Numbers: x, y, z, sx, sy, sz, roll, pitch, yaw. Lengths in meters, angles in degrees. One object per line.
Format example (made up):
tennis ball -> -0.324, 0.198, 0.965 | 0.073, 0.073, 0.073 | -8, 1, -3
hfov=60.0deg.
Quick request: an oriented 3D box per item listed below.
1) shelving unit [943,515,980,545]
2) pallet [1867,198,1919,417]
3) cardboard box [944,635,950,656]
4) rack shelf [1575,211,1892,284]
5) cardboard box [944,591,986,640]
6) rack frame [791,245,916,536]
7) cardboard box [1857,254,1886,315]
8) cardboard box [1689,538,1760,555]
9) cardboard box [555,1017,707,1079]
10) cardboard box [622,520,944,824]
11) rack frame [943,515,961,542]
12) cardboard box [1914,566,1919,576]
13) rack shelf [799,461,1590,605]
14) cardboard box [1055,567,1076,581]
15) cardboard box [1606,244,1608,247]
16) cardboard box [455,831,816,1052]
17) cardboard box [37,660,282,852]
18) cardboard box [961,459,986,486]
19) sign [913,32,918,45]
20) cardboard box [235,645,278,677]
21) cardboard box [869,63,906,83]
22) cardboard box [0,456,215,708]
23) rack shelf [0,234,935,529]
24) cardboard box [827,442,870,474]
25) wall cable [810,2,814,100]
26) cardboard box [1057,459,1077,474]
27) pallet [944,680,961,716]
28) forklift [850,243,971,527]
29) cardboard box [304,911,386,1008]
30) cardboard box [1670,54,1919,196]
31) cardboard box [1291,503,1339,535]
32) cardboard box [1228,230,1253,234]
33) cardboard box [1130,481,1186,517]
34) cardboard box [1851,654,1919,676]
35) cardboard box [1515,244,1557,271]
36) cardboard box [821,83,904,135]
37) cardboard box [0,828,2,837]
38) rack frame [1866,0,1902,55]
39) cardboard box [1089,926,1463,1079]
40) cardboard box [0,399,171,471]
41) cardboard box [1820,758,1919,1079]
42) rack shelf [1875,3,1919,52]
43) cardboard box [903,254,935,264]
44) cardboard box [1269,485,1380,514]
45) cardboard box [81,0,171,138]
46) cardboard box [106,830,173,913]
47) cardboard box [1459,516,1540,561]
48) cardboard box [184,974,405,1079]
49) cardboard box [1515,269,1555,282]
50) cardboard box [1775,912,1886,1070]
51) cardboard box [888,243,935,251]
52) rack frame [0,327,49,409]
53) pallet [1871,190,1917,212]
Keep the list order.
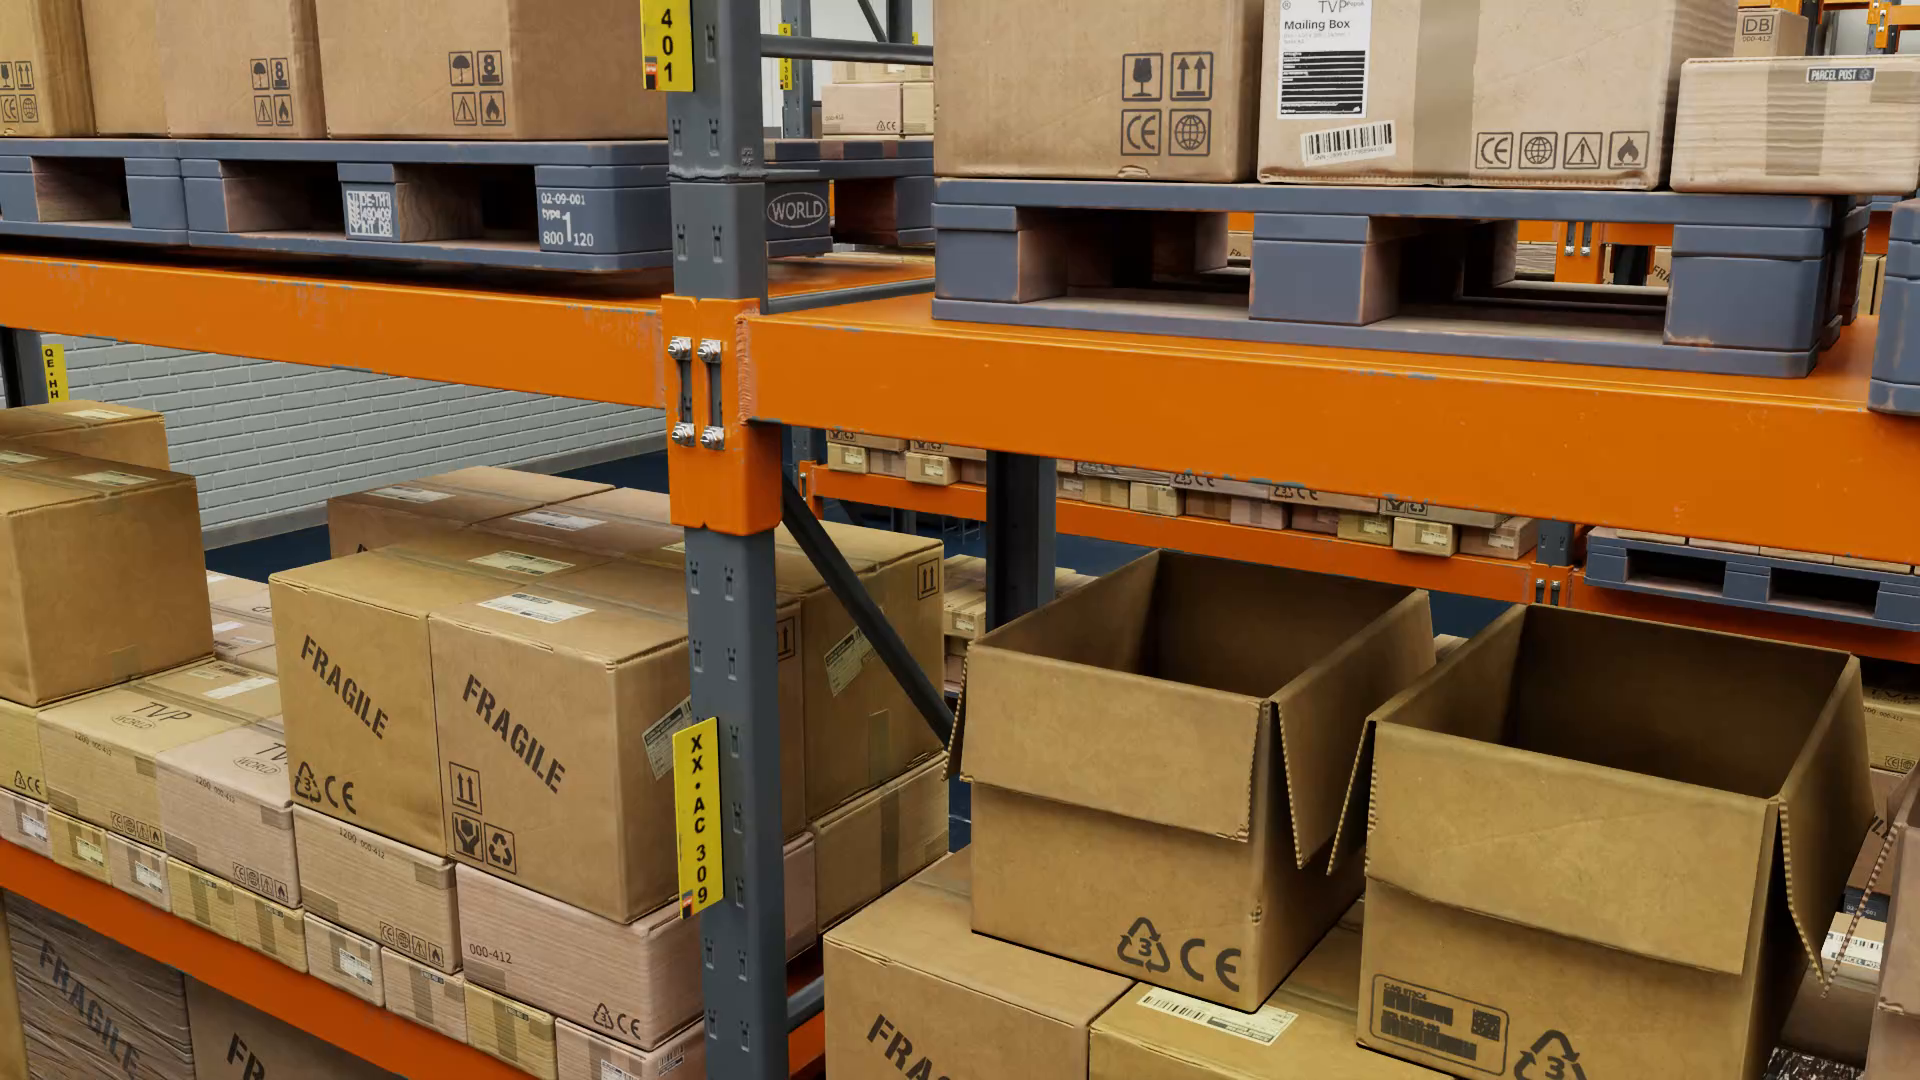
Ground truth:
shelving unit -> 0.012, -0.580, 12.671 | 0.189, 1.200, 0.258 | 9, 17, 33
pallet -> 1.701, -0.244, 1.718 | 1.213, 0.211, 1.003 | 10, 17, 35
cardboard box -> -0.104, 0.502, 8.993 | 0.250, 0.149, 0.380 | 9, 17, 33
rack shelf -> 4.387, -1.005, 5.896 | 4.000, 0.370, 1.077 | 9, 17, 33
cardboard box -> 0.087, 0.398, 8.792 | 0.250, 0.149, 0.380 | 9, 17, 33
rack frame -> -0.591, -0.703, 9.421 | 0.127, 3.000, 1.000 | 9, 17, 33
cardboard box -> 5.611, -1.585, 10.694 | 0.500, 0.500, 0.500 | 9, 17, 33
cardboard box -> 3.031, -0.068, 6.504 | 0.250, 0.149, 0.380 | 9, 17, 34
cardboard box -> -0.560, 0.955, 3.245 | 0.250, 0.149, 0.380 | 9, 17, 33
cardboard box -> -0.379, 0.258, 3.671 | 0.500, 0.500, 0.500 | 9, 17, 33
rack frame -> -0.064, -0.593, 12.721 | 0.006, 1.200, 0.240 | 9, 17, 33
cardboard box -> 3.656, 0.034, 6.091 | 0.250, 0.149, 0.380 | 8, 16, 30
rack shelf -> 1.068, -0.086, 8.424 | 4.000, 0.370, 1.077 | 9, 17, 33
cardboard box -> 0.452, 0.263, 9.339 | 0.250, 0.149, 0.380 | 9, 16, 32
cardboard box -> 4.394, -2.117, 11.492 | 0.250, 0.149, 0.380 | 9, 17, 32
cardboard box -> -0.637, 0.730, 3.324 | 0.500, 0.250, 0.500 | 9, 16, 32
cardboard box -> -1.910, 0.524, 4.156 | 0.500, 0.250, 0.500 | 9, 16, 32
cardboard box -> 0.214, -0.392, 8.688 | 0.250, 0.149, 0.380 | 10, 17, 35
sign -> -0.265, -2.697, 9.390 | 0.005, 0.325, 0.100 | 9, 17, 33
cardboard box -> -1.616, 0.418, 4.584 | 0.500, 0.250, 0.500 | 9, 17, 33
cardboard box -> -0.248, -2.396, 8.459 | 0.250, 0.149, 0.380 | 10, 17, 35
cardboard box -> -2.348, 0.090, 4.349 | 0.500, 0.500, 0.500 | 9, 16, 31
rack shelf -> -1.784, -0.566, 4.123 | 4.000, 0.370, 1.077 | 9, 17, 33
cardboard box -> -0.505, -0.472, 9.012 | 0.250, 0.149, 0.380 | 9, 17, 32
wall cable -> -0.782, -6.041, 18.420 | 0.133, 3.039, 2.988 | 9, 17, 33
cardboard box -> 0.485, -0.646, 8.362 | 0.500, 0.500, 0.500 | 9, 17, 34
pallet -> 0.126, 0.777, 9.246 | 1.213, 0.211, 1.003 | 9, 17, 33
forklift -> 0.345, -1.825, 14.095 | 1.130, 2.935, 3.031 | 9, 17, 34
cardboard box -> -1.200, 0.852, 3.663 | 0.250, 0.149, 0.380 | 10, 17, 34
cardboard box -> 1.028, -0.500, 2.005 | 0.250, 0.149, 0.380 | 8, 16, 31
cardboard box -> 1.722, -0.145, 7.690 | 0.250, 0.149, 0.380 | 9, 16, 31
cardboard box -> 2.227, -2.450, 12.837 | 0.250, 0.149, 0.380 | 10, 17, 34
cardboard box -> 1.023, -0.232, 8.039 | 0.250, 0.149, 0.380 | 10, 17, 34
cardboard box -> 3.906, 0.600, 6.925 | 0.500, 0.250, 0.500 | 10, 17, 35
cardboard box -> 4.017, -1.845, 11.746 | 0.500, 0.500, 0.500 | 9, 17, 34
cardboard box -> -0.364, -2.217, 8.566 | 0.500, 0.250, 0.500 | 9, 17, 34
cardboard box -> -2.479, 0.645, 4.498 | 0.250, 0.149, 0.380 | 9, 16, 32
rack frame -> 8.174, -5.069, 14.575 | 0.127, 3.000, 1.000 | 9, 17, 33
cardboard box -> 0.536, 0.939, 2.579 | 0.500, 0.500, 0.500 | 9, 17, 33
cardboard box -> -2.892, -0.150, 5.321 | 0.500, 0.500, 0.500 | 9, 17, 33
cardboard box -> 1.498, 0.532, 2.136 | 0.637, 0.503, 0.797 | 10, 17, 35
rack shelf -> 9.833, -4.258, 13.626 | 4.000, 0.370, 1.077 | 9, 17, 33
cardboard box -> 0.055, -1.202, 8.528 | 0.500, 0.500, 0.500 | 10, 17, 34
cardboard box -> 1.738, -0.438, 7.523 | 0.500, 0.500, 0.500 | 9, 16, 31
cardboard box -> -1.605, -1.213, 3.947 | 0.500, 0.500, 0.700 | 10, 17, 35
cardboard box -> -1.837, 0.749, 4.080 | 0.250, 0.149, 0.380 | 10, 17, 34
cardboard box -> 2.360, -0.036, 7.250 | 0.250, 0.149, 0.380 | 9, 16, 32
cardboard box -> -1.374, 1.411, 4.428 | 0.875, 0.875, 0.875 | 9, 17, 33
cardboard box -> 2.489, -0.954, 7.527 | 0.500, 0.500, 0.500 | 10, 17, 34
cardboard box -> 1.260, 0.905, 2.717 | 0.500, 0.500, 0.500 | 9, 16, 32
cardboard box -> -0.073, -1.370, 9.205 | 0.500, 0.500, 0.500 | 9, 16, 32
rack frame -> -3.443, 0.272, 5.481 | 0.127, 3.000, 1.000 | 9, 17, 33
pallet -> 3.181, -1.427, 6.496 | 1.003, 0.211, 1.213 | 9, 17, 33
